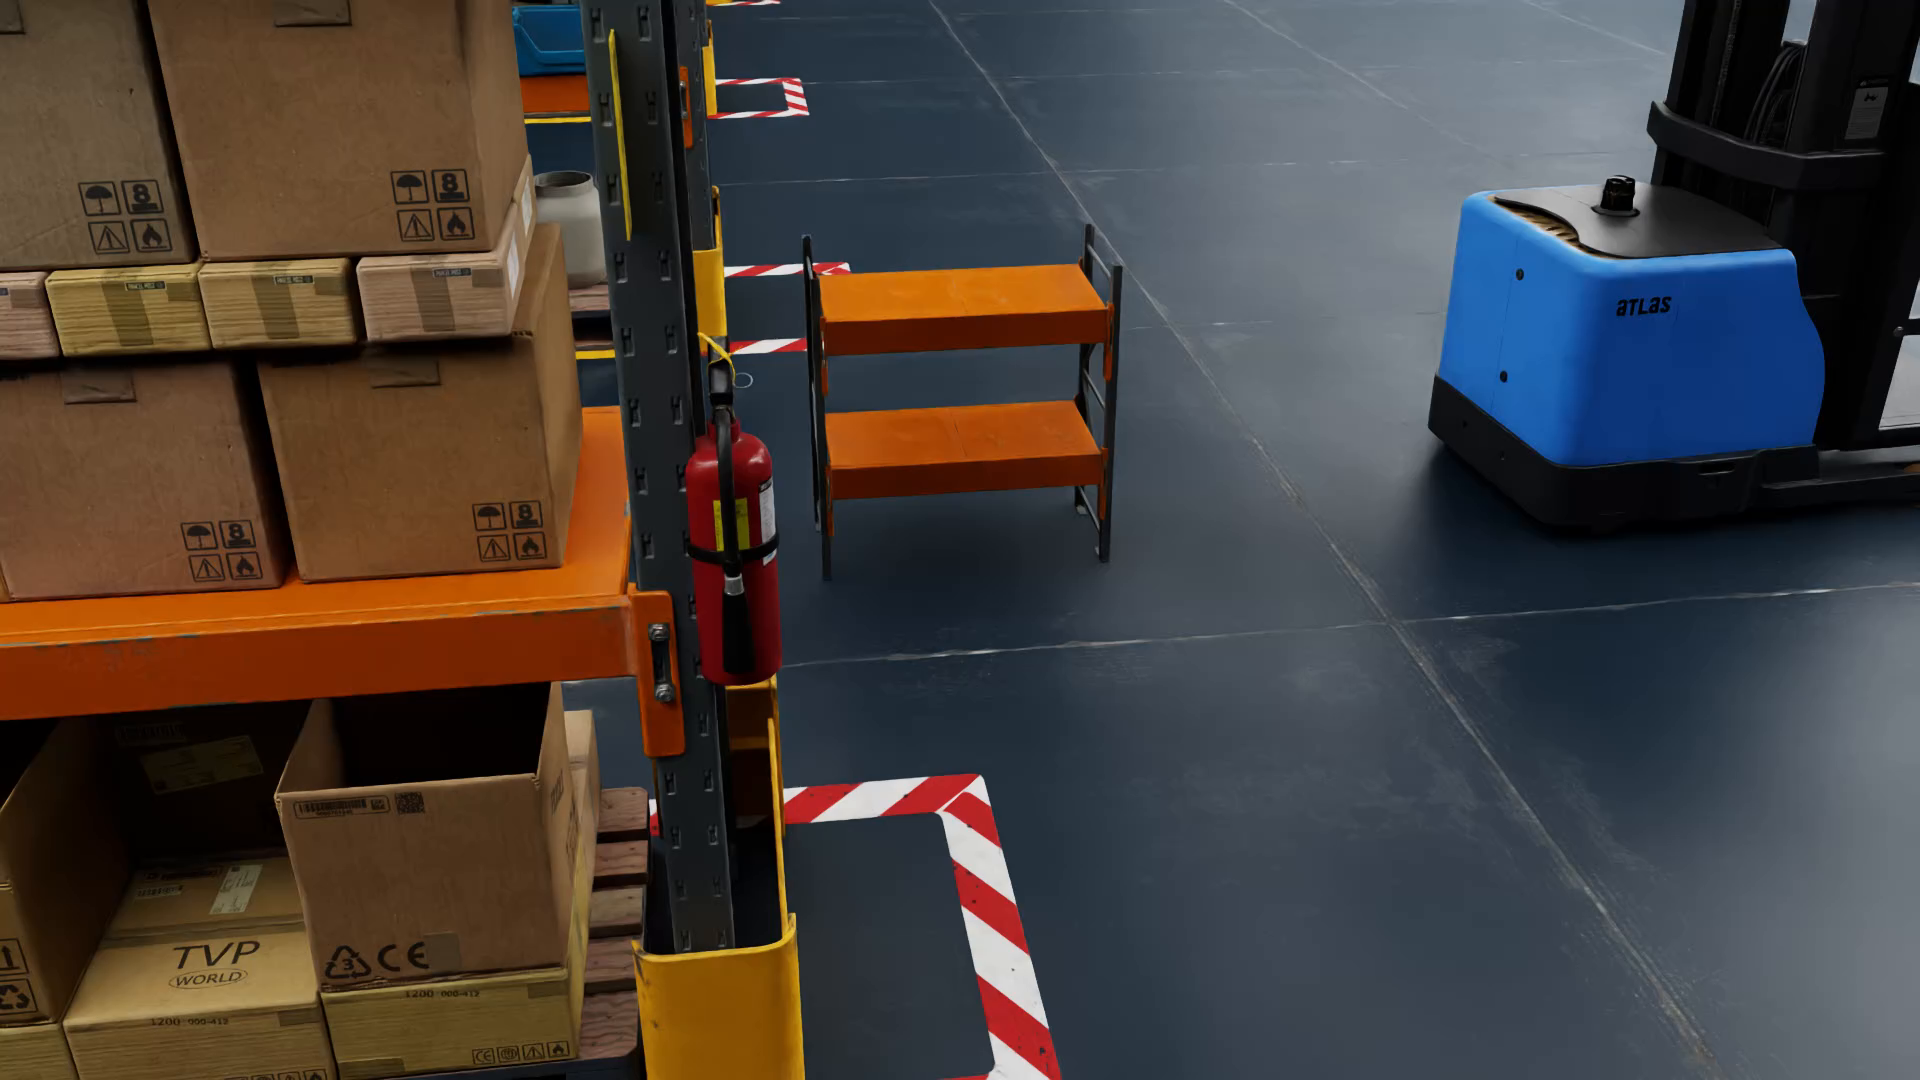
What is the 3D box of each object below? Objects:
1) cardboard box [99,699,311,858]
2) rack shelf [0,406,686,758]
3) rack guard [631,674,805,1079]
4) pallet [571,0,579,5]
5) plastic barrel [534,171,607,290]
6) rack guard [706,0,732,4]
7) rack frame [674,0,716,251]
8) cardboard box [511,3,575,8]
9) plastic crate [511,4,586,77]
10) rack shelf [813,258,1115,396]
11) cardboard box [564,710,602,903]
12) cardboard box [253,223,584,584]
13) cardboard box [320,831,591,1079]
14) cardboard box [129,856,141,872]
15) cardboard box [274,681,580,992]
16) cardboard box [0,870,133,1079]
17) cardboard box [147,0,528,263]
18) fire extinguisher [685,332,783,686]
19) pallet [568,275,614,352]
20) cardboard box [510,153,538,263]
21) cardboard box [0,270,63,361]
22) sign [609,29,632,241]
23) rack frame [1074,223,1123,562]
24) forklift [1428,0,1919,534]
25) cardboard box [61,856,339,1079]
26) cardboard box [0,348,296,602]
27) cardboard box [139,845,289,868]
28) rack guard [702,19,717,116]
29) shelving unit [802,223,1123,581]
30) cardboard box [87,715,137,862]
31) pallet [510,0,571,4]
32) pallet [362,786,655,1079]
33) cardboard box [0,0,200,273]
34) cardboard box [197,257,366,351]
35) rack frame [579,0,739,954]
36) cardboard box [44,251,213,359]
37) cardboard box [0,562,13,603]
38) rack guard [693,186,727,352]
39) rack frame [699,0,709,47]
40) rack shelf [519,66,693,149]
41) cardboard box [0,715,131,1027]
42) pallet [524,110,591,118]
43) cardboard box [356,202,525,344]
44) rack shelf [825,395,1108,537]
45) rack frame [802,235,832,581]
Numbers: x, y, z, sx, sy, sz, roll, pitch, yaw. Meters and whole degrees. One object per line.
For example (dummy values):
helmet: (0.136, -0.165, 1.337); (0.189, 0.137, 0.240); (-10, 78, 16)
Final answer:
cardboard box: (-1.675, 0.382, 3.951); (0.500, 0.500, 0.500); (-4, 27, -7)
rack shelf: (-2.598, 0.160, 3.441); (4.000, 0.370, 1.077); (-4, 27, -7)
rack guard: (-0.594, 0.823, 4.098); (0.348, 0.500, 1.175); (-4, 27, -7)
pallet: (-3.366, -5.688, 17.104); (1.213, 0.211, 1.003); (-4, 27, -7)
plastic barrel: (-1.945, -1.530, 8.212); (0.421, 0.512, 0.421); (0, 27, 0)
rack guard: (-2.561, -5.904, 17.209); (0.348, 0.500, 1.175); (-4, 27, -7)
rack frame: (-1.304, -2.527, 7.889); (0.127, 3.000, 1.000); (-4, 27, -7)
cardboard box: (-3.202, -3.755, 12.560); (0.500, 0.500, 0.500); (3, 27, 6)
plastic crate: (-1.758, -2.294, 7.597); (0.616, 0.251, 0.499); (-4, 27, -7)
rack shelf: (-0.007, -0.760, 5.859); (1.000, 0.278, 0.538); (-4, 27, -7)
cardboard box: (-1.180, 0.683, 4.186); (0.500, 0.250, 0.500); (-4, 27, -7)
cardboard box: (-1.082, -0.308, 3.455); (0.500, 0.500, 0.700); (-4, 27, -7)
cardboard box: (-1.108, 0.917, 3.729); (0.500, 0.250, 0.500); (-4, 27, -7)
cardboard box: (-2.170, 0.748, 4.059); (0.500, 0.250, 0.500); (-4, 27, -7)
cardboard box: (-1.107, 0.584, 3.556); (0.500, 0.500, 0.500); (-4, 27, -7)
cardboard box: (-2.096, 0.987, 3.593); (0.500, 0.250, 0.500); (-4, 27, -7)
cardboard box: (-1.134, -0.882, 3.152); (0.500, 0.500, 0.700); (-4, 27, -7)
fire extinguisher: (-0.436, -0.050, 3.147); (0.183, 0.674, 0.296); (-4, 27, -7)
pallet: (-2.178, -1.211, 8.379); (1.213, 0.211, 1.003); (-4, 27, -7)
cardboard box: (-1.036, -0.693, 3.494); (0.250, 0.149, 0.380); (-4, 27, -7)
cardboard box: (-1.731, -0.461, 3.043); (0.250, 0.149, 0.380); (-3, 27, -6)
sign: (-0.556, -0.662, 2.726); (0.005, 0.325, 0.100); (-4, 27, -7)
rack frame: (0.497, -0.532, 6.055); (0.032, 1.125, 0.500); (-4, 27, -7)
forklift: (3.545, -1.661, 6.277); (3.031, 2.935, 1.130); (-6, 28, -11)
cardboard box: (-1.601, 0.954, 3.657); (0.500, 0.250, 0.500); (-4, 27, -7)
cardboard box: (-1.601, -0.272, 3.385); (0.500, 0.500, 0.700); (-3, 27, -6)
cardboard box: (-1.674, 0.716, 4.120); (0.500, 0.250, 0.500); (-4, 27, -7)
rack guard: (-2.069, -3.649, 12.814); (0.348, 0.500, 1.175); (-4, 27, -7)
shelving unit: (-0.007, -0.500, 5.992); (1.048, 1.125, 0.538); (-4, 27, -7)
cardboard box: (-2.168, 0.419, 3.877); (0.500, 0.500, 0.500); (-4, 27, -7)
pallet: (-4.571, -5.612, 16.955); (1.213, 0.211, 1.003); (-4, 27, -7)
pallet: (-1.369, 1.021, 4.029); (1.213, 0.211, 1.003); (-4, 27, -7)
cardboard box: (-1.654, -0.846, 3.082); (0.500, 0.500, 0.700); (-4, 27, -8)
cardboard box: (-1.229, -0.493, 3.104); (0.250, 0.149, 0.380); (-3, 27, -6)
rack frame: (-0.618, -0.287, 3.524); (0.127, 3.000, 1.000); (-4, 27, -7)
cardboard box: (-1.482, -0.476, 3.073); (0.250, 0.149, 0.380); (-4, 27, -8)
cardboard box: (-2.094, -0.243, 3.329); (0.500, 0.500, 0.700); (-3, 27, -7)
rack guard: (-1.373, -1.389, 8.409); (0.348, 0.500, 1.175); (-4, 27, -7)
rack frame: (-1.994, -4.766, 12.253); (0.127, 3.000, 1.000); (-4, 27, -7)
rack shelf: (-3.285, -2.080, 7.805); (4.000, 0.370, 1.077); (-4, 27, -7)
cardboard box: (-2.096, 0.654, 3.419); (0.500, 0.500, 0.500); (-4, 27, -7)
pallet: (-2.879, -3.485, 12.810); (1.213, 0.211, 1.003); (-4, 27, -7)
cardboard box: (-0.970, -0.510, 3.138); (0.250, 0.149, 0.380); (-4, 27, -8)
rack shelf: (-0.007, -0.282, 6.104); (1.000, 0.278, 0.538); (-4, 27, -7)
rack frame: (-0.510, -0.468, 5.929); (0.032, 1.125, 0.500); (-4, 27, -7)
